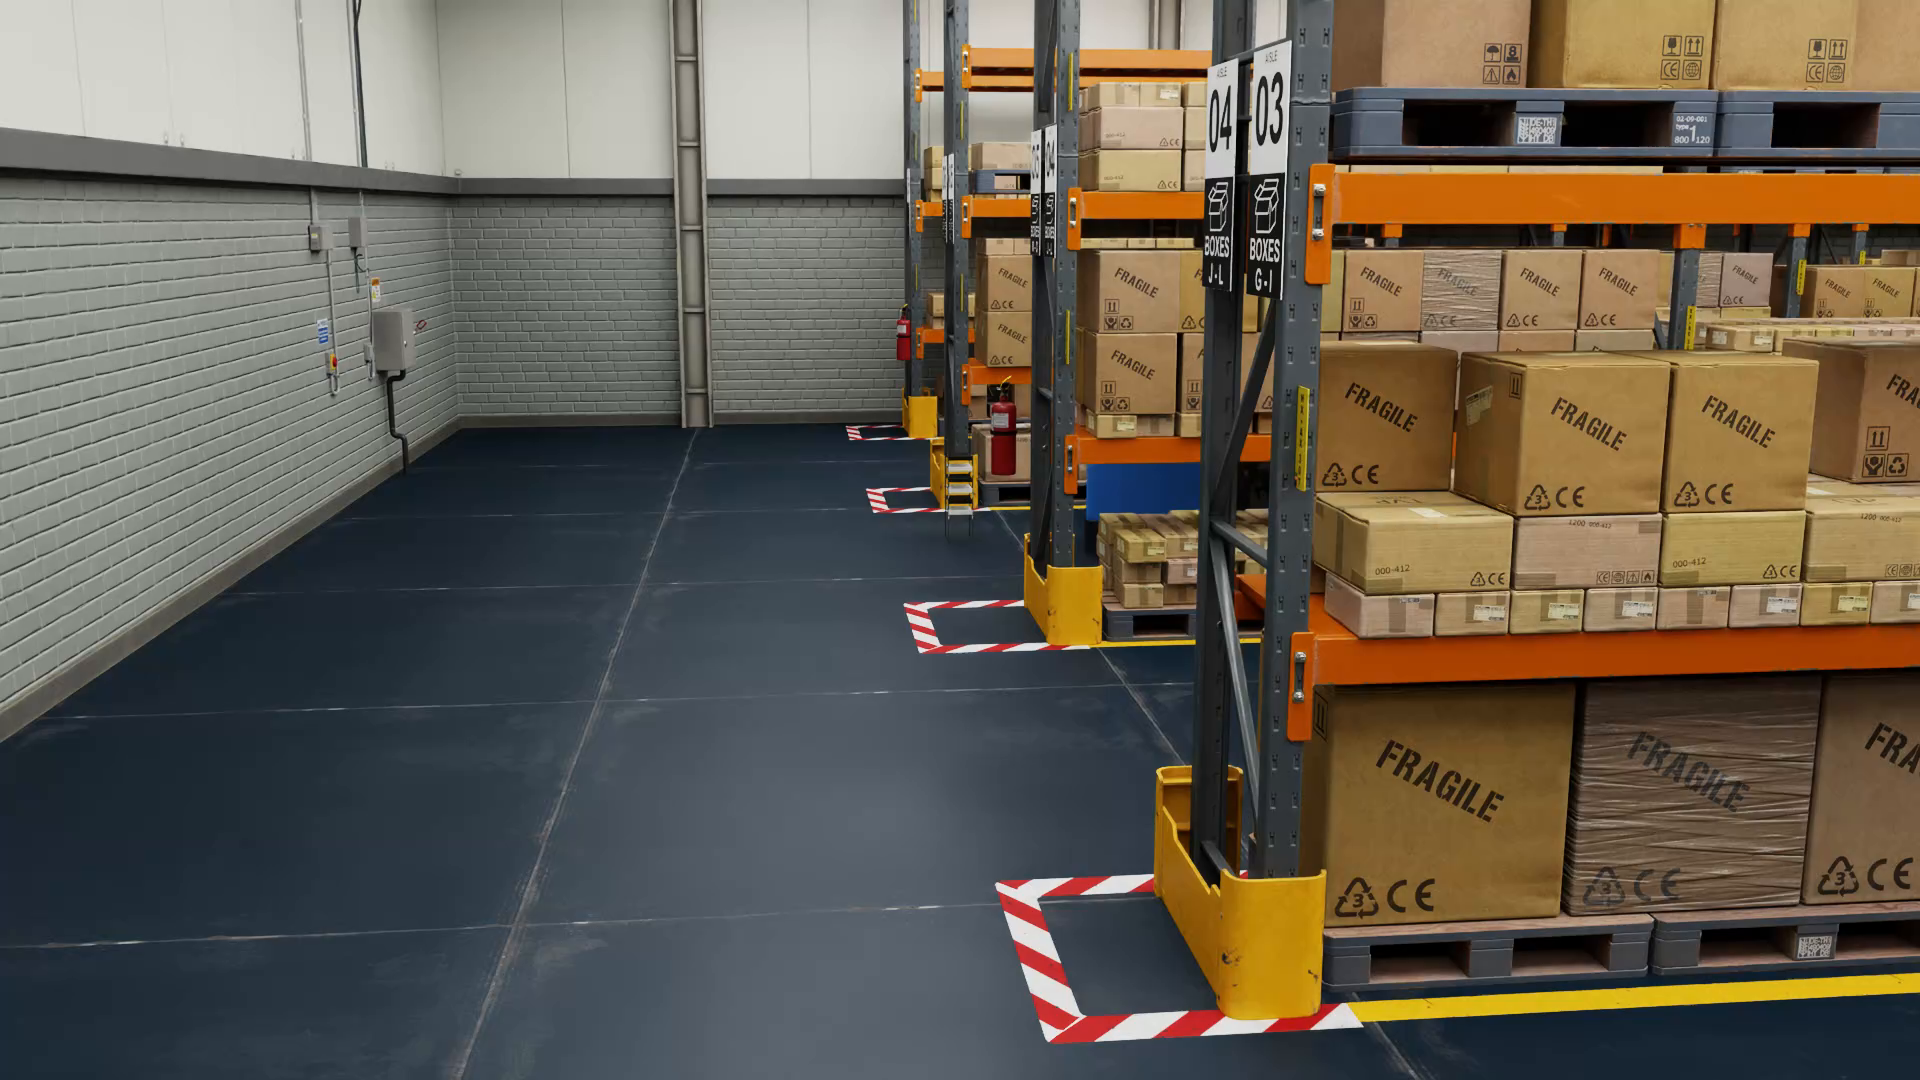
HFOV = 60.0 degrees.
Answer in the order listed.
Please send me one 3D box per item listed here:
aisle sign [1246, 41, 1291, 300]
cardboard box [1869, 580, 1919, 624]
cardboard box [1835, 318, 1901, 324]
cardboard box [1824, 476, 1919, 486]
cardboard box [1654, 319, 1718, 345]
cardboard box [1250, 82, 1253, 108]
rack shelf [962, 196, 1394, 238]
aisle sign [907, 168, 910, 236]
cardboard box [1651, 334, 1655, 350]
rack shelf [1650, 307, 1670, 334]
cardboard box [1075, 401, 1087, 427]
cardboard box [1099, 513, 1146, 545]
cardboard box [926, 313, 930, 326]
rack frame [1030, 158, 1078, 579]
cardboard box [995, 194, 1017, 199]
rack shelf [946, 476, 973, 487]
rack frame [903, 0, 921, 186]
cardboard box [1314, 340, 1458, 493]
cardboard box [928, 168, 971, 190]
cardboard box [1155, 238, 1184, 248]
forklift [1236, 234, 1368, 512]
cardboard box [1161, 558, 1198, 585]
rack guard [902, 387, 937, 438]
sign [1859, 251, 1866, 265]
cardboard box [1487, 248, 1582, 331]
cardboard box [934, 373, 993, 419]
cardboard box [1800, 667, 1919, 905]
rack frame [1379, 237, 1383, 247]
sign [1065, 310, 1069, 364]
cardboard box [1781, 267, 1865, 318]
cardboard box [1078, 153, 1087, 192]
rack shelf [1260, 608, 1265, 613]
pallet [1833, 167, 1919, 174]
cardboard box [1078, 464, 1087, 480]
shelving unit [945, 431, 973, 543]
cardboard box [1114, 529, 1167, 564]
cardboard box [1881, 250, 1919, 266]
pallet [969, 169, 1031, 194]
[{"bbox_3d":[0.992,-1.181,5.359,0.004,0.787,0.394,-1,11,-6],"label":"aisle sign"},{"bbox_3d":[3.209,0.177,5.844,0.250,0.149,0.380,-1,11,-5],"label":"cardboard box"},{"bbox_3d":[6.246,-1.448,11.479,0.250,0.149,0.380,-2,11,-9],"label":"cardboard box"},{"bbox_3d":[3.503,-0.139,6.417,0.500,0.250,0.500,-1,11,-5],"label":"cardboard box"},{"bbox_3d":[4.950,-1.421,11.342,0.250,0.149,0.380,-1,11,-3],"label":"cardboard box"},{"bbox_3d":[1.717,-2.718,10.202,0.250,0.149,0.380,-1,11,-5],"label":"cardboard box"},{"bbox_3d":[1.949,-3.025,15.569,4.000,0.370,1.077,-1,11,-6],"label":"rack shelf"},{"bbox_3d":[-0.615,-4.034,19.874,0.004,0.787,0.394,-1,11,-6],"label":"aisle sign"},{"bbox_3d":[6.431,-1.876,16.025,0.500,0.250,0.500,-1,11,-7],"label":"cardboard box"},{"bbox_3d":[6.444,-2.118,15.960,0.513,0.250,0.513,-1,11,-6],"label":"rack shelf"},{"bbox_3d":[0.889,-0.855,11.093,0.250,0.149,0.380,-1,11,-6],"label":"cardboard box"},{"bbox_3d":[1.095,-0.076,11.239,0.250,0.149,0.380,-1,11,-5],"label":"cardboard box"},{"bbox_3d":[-0.279,-2.752,20.740,0.250,0.149,0.380,-1,11,-7],"label":"cardboard box"},{"bbox_3d":[0.596,-0.917,10.759,0.127,3.000,1.000,-1,11,-6],"label":"rack frame"},{"bbox_3d":[0.536,-4.125,19.950,0.250,0.149,0.380,-1,11,-5],"label":"cardboard box"},{"bbox_3d":[-0.008,-0.497,13.769,0.200,0.077,0.258,-1,11,-6],"label":"rack shelf"},{"bbox_3d":[-0.579,-5.760,19.840,0.127,3.000,1.000,-1,11,-6],"label":"rack frame"},{"bbox_3d":[1.487,-0.465,6.131,0.500,0.500,0.500,-1,11,-5],"label":"cardboard box"},{"bbox_3d":[-0.109,-4.318,19.895,0.500,0.250,0.500,-1,11,-7],"label":"cardboard box"},{"bbox_3d":[1.890,-2.701,15.299,0.250,0.149,0.380,-1,11,-7],"label":"cardboard box"},{"bbox_3d":[2.746,-3.035,15.804,9.711,5.209,7.407,4,12,19],"label":"forklift"},{"bbox_3d":[1.423,0.173,10.744,0.250,0.149,0.380,-1,11,-6],"label":"cardboard box"},{"bbox_3d":[-0.504,-1.592,20.668,0.348,0.500,1.175,-1,11,-6],"label":"rack guard"},{"bbox_3d":[11.419,-3.492,21.058,0.005,0.325,0.100,-1,11,-6],"label":"sign"},{"bbox_3d":[3.621,-1.613,10.674,0.500,0.500,0.500,-2,11,-8],"label":"cardboard box"},{"bbox_3d":[0.039,-1.792,20.591,0.637,0.503,0.797,-2,11,-8],"label":"cardboard box"},{"bbox_3d":[3.448,0.806,6.411,0.875,0.875,0.875,-1,11,-6],"label":"cardboard box"},{"bbox_3d":[3.937,-1.949,16.004,0.053,2.616,0.949,-1,11,-6],"label":"rack frame"},{"bbox_3d":[0.654,-1.238,10.146,0.005,0.325,0.100,-1,11,-6],"label":"sign"},{"bbox_3d":[8.386,-2.397,16.168,0.500,0.500,0.500,-2,11,-8],"label":"cardboard box"},{"bbox_3d":[1.019,-2.376,10.790,0.500,0.250,0.500,-1,11,-7],"label":"cardboard box"},{"bbox_3d":[3.019,0.277,6.177,3.687,0.071,0.831,-1,11,-6],"label":"rack shelf"},{"bbox_3d":[6.228,-2.395,10.986,1.003,0.211,1.213,-1,11,-6],"label":"pallet"},{"bbox_3d":[1.515,-0.867,16.056,0.875,0.438,0.875,-1,11,-5],"label":"cardboard box"},{"bbox_3d":[6.362,-1.327,10.125,12.137,4.047,8.426,-1,11,-6],"label":"shelving unit"},{"bbox_3d":[1.153,0.038,10.660,0.250,0.149,0.380,-2,11,-9],"label":"cardboard box"},{"bbox_3d":[9.510,-2.839,16.732,0.250,0.149,0.380,-2,11,-9],"label":"cardboard box"},{"bbox_3d":[0.697,-3.310,15.385,1.213,0.211,1.003,-1,11,-6],"label":"pallet"}]
